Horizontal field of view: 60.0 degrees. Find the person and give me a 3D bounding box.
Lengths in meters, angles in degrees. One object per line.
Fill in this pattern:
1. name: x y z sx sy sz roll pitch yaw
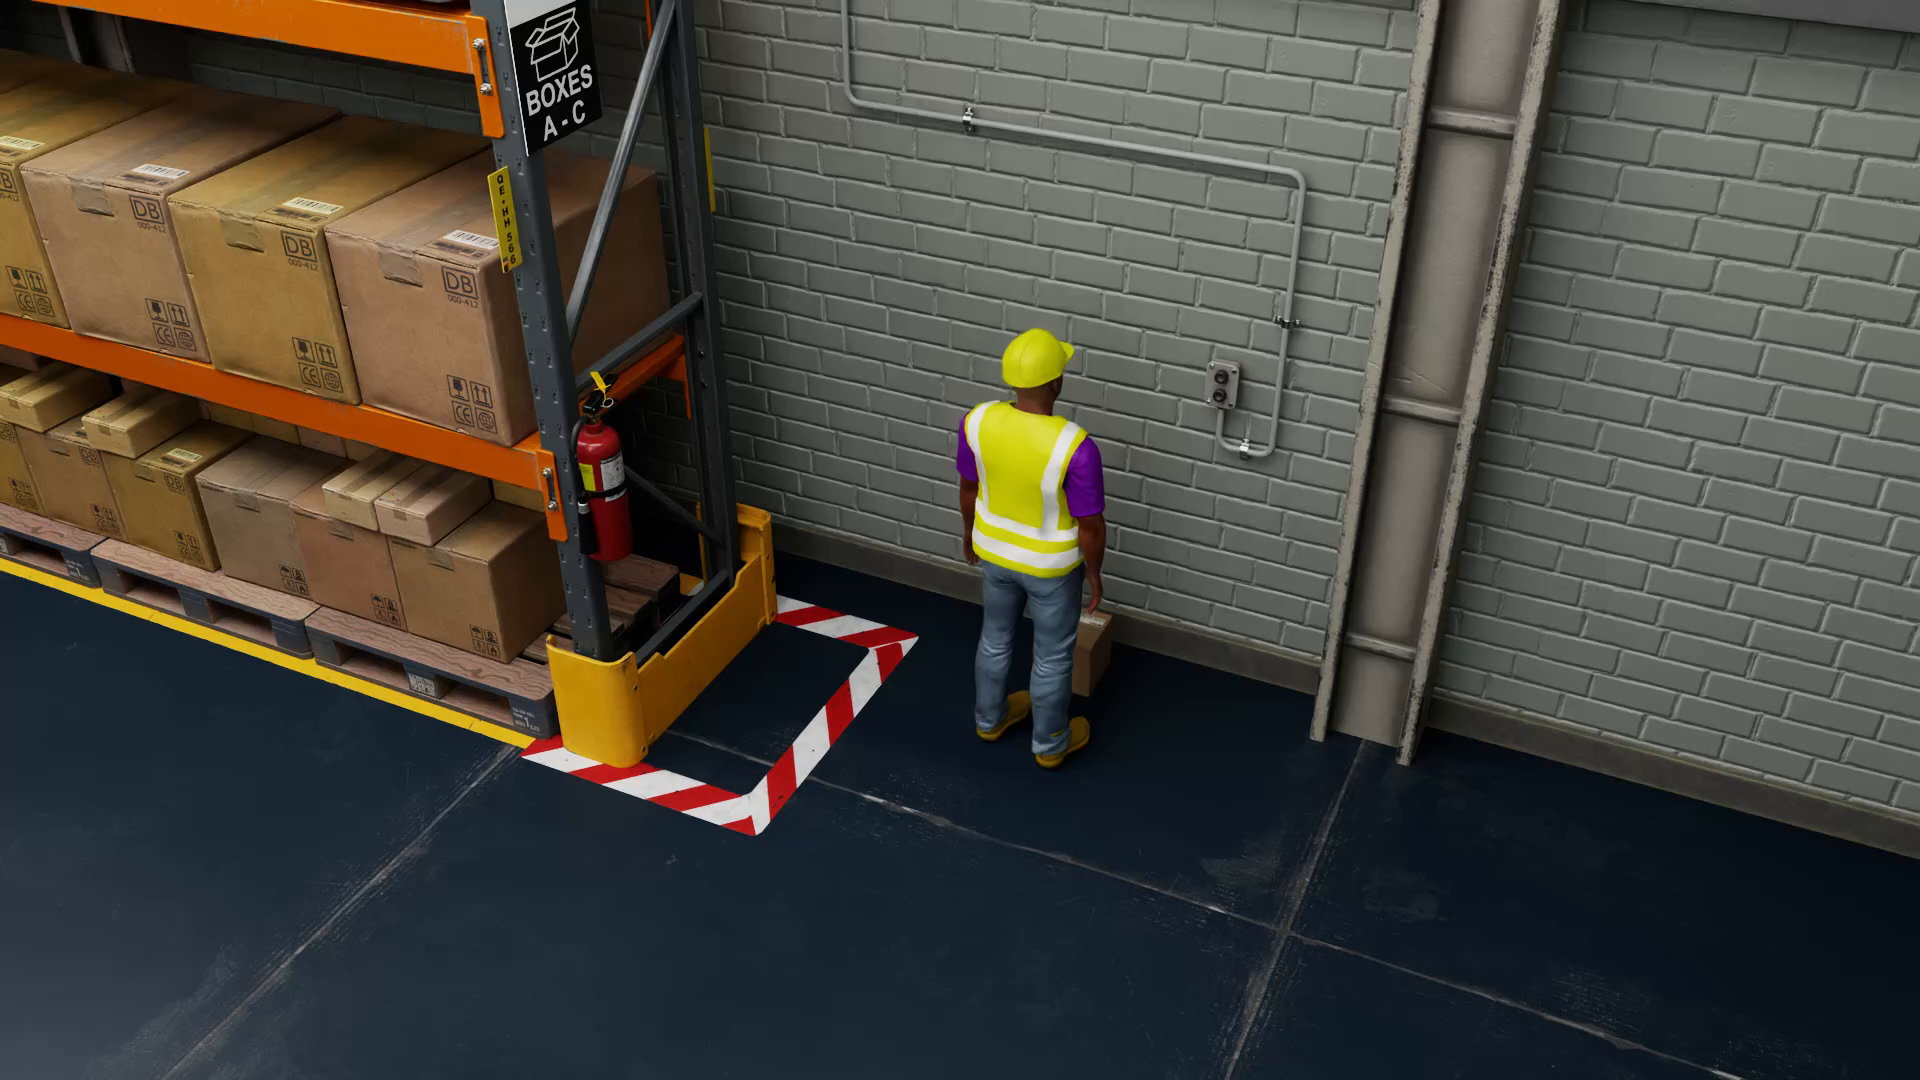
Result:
1. person: 0.268 0.033 6.023 0.597 1.767 0.384 17 37 24
